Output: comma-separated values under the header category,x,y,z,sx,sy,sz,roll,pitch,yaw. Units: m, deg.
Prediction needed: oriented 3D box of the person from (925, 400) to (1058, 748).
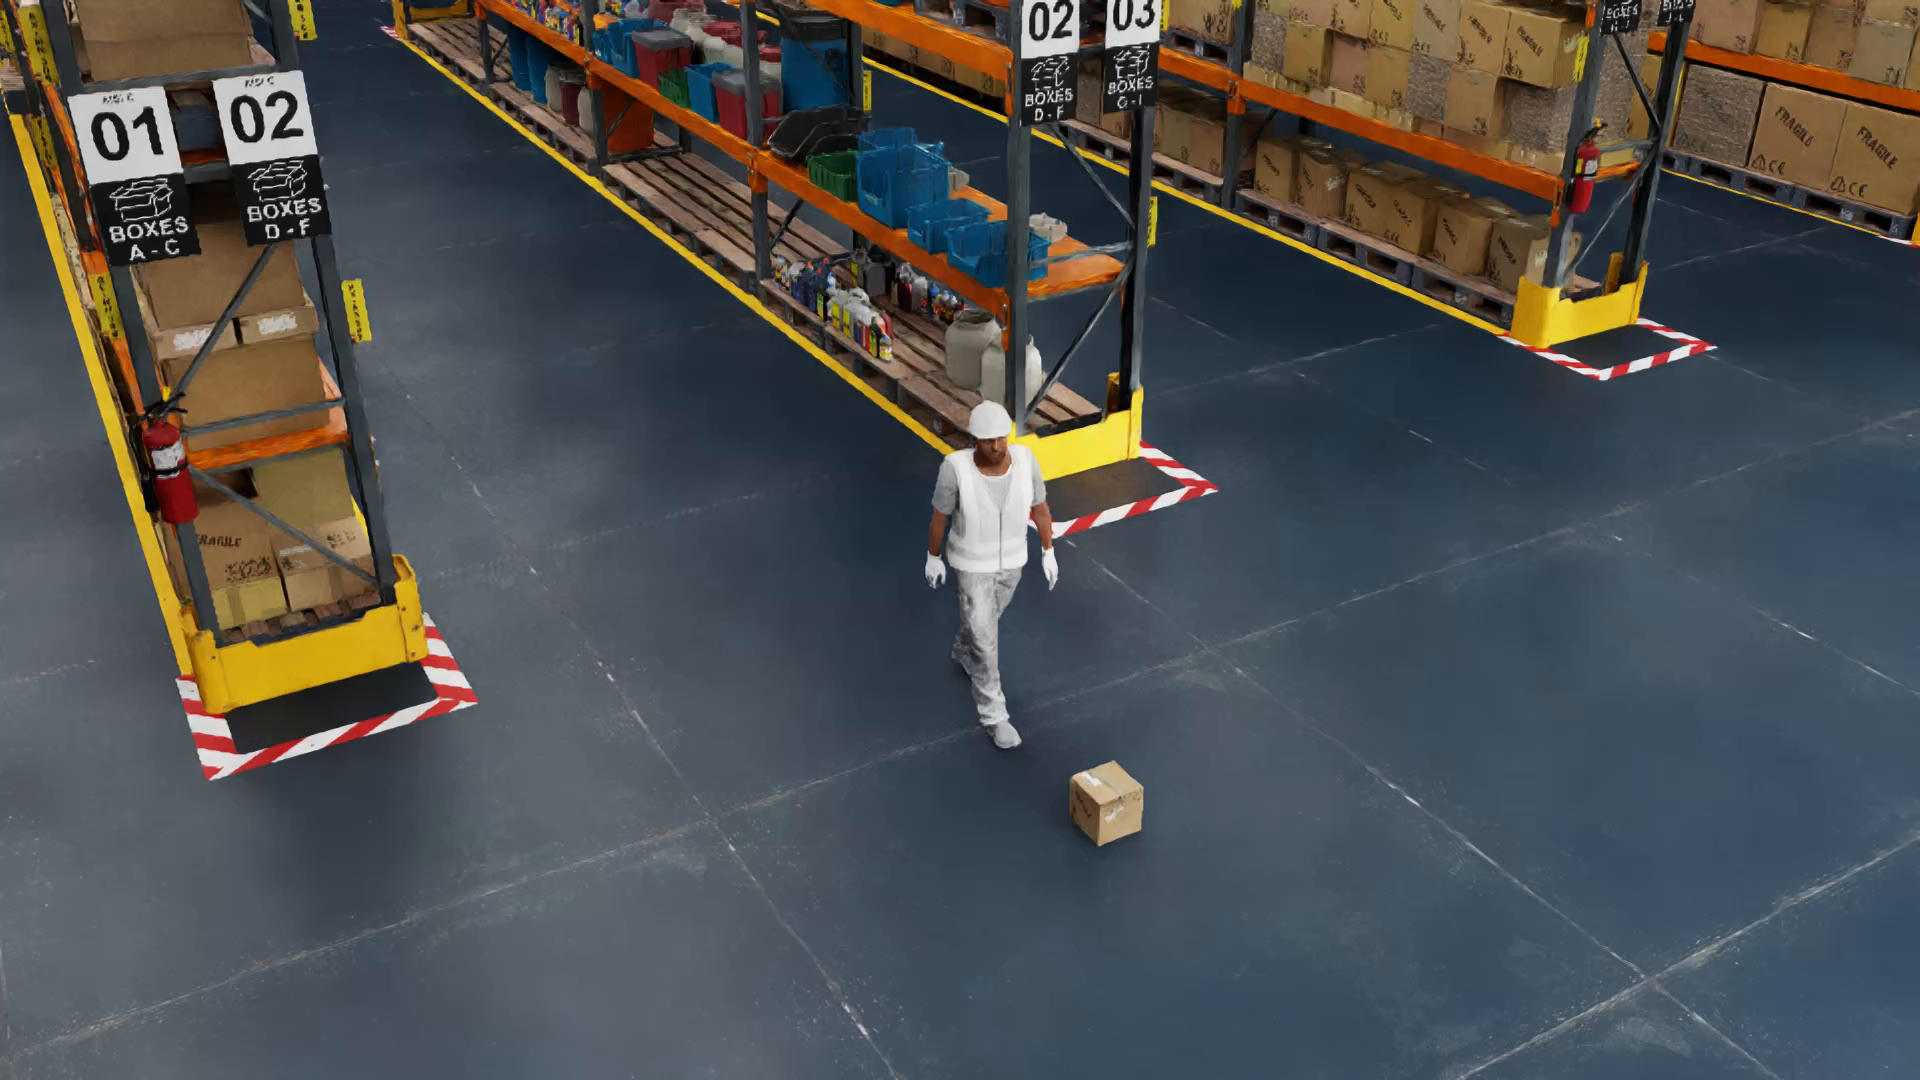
category,x,y,z,sx,sy,sz,roll,pitch,yaw
person,0.183,0.108,8.368,0.634,1.755,0.961,-12,31,-20
